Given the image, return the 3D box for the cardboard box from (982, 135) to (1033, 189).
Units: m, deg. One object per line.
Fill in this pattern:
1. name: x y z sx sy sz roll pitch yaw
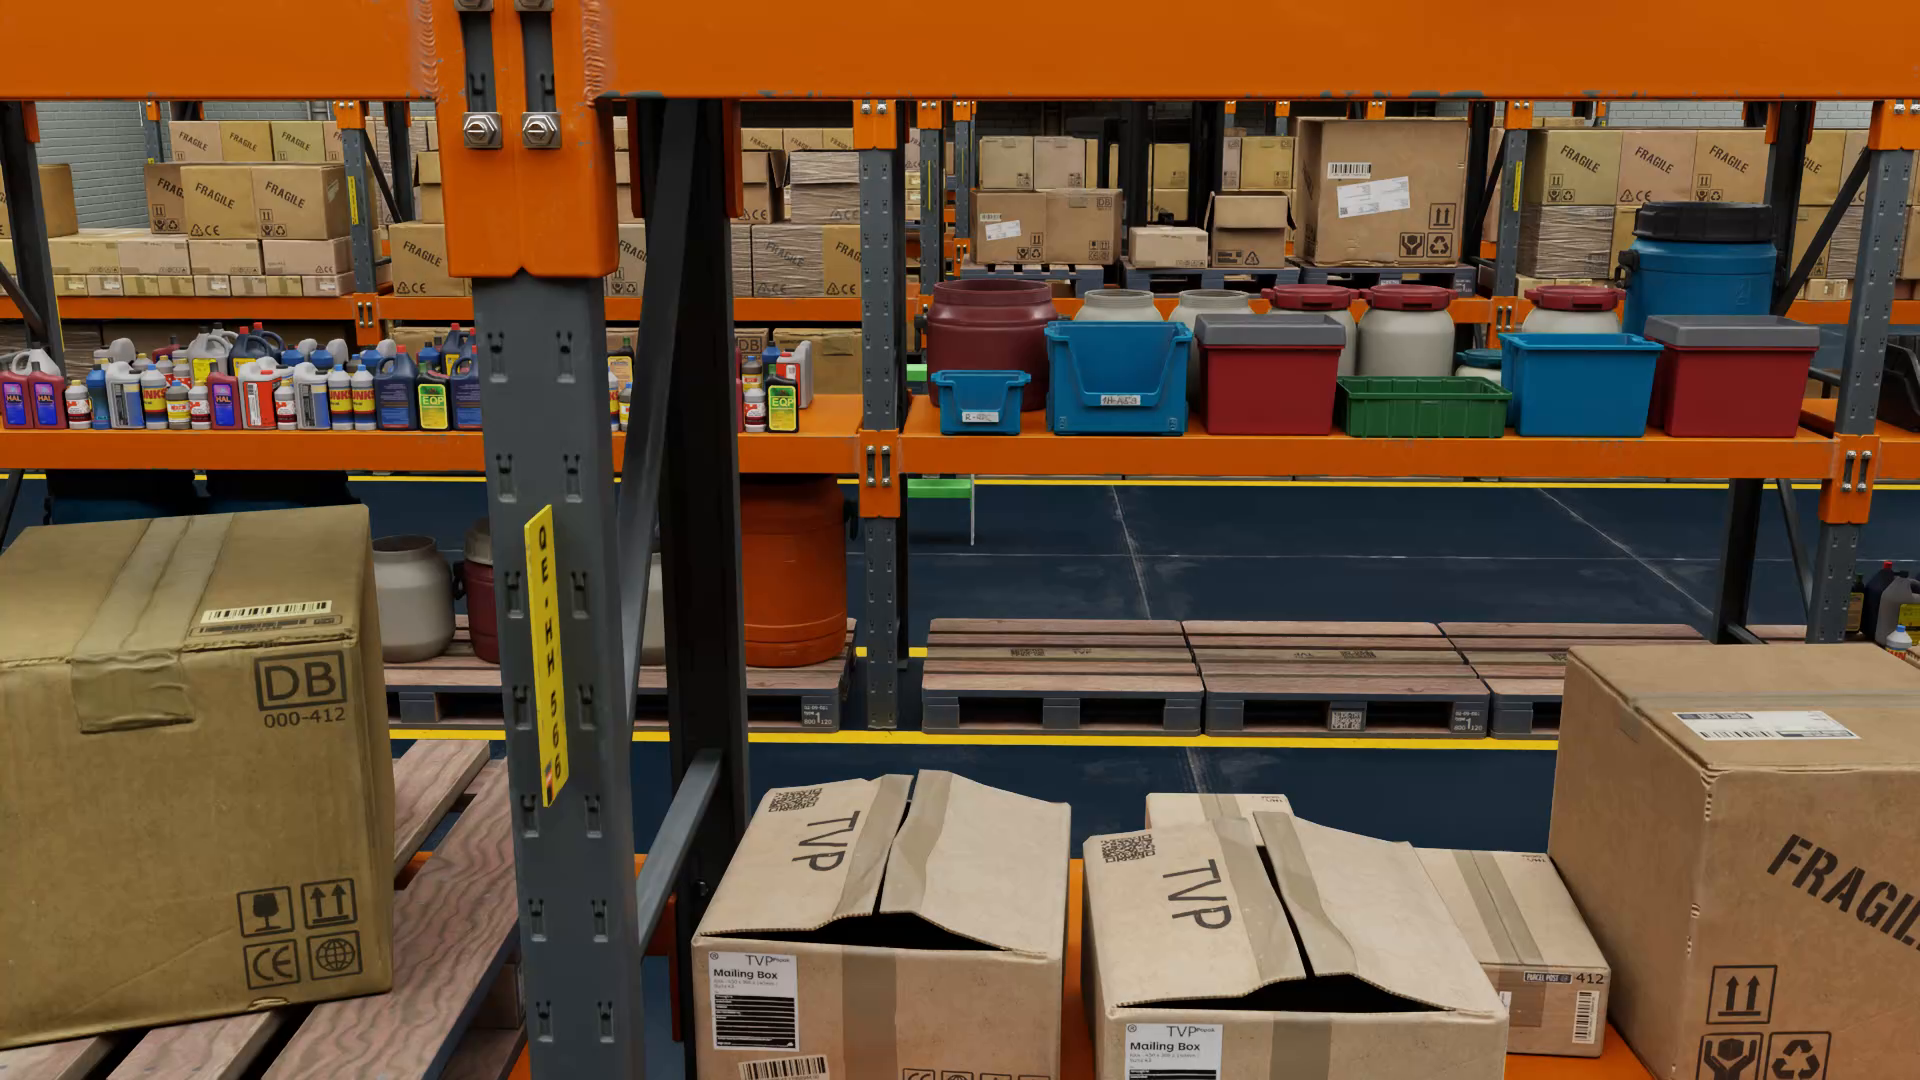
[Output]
1. cardboard box: 0.478 -3.805 16.724 0.500 0.500 0.700 0 15 1

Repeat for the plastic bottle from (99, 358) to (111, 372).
1. plastic bottle: -3.906 -0.729 7.612 0.097 0.201 0.097 0 15 0

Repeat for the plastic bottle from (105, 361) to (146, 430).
1. plastic bottle: -3.505 -0.614 7.032 0.135 0.276 0.152 0 15 1

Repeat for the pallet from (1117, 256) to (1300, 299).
1. pallet: 1.782 -1.919 12.109 1.213 0.211 1.003 0 15 1

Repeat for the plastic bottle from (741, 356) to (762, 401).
1. plastic bottle: -0.962 -0.748 7.686 0.097 0.201 0.097 0 15 0

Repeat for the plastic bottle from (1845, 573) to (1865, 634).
1. plastic bottle: 4.163 0.295 7.805 0.133 0.283 0.061 1 15 4

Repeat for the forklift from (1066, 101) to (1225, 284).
1. forklift: 1.608 -2.726 14.926 1.130 2.935 3.031 -6 16 -22

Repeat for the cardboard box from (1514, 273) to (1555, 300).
1. cardboard box: 4.008 -1.788 11.731 0.250 0.149 0.380 0 15 1

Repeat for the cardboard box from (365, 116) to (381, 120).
1. cardboard box: -7.595 -5.366 21.371 0.250 0.149 0.380 1 15 3

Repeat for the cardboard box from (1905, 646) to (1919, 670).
1. cardboard box: 1.749 0.474 2.467 0.500 0.500 0.500 0 15 2

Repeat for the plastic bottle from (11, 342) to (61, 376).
1. plastic bottle: -3.939 -0.668 7.088 0.185 0.351 0.144 0 15 1

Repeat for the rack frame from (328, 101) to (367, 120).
1. rack frame: -7.942 -4.593 21.870 0.127 3.000 1.000 0 15 1

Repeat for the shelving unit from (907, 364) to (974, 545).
1. shelving unit: -0.165 -0.581 10.191 0.503 1.200 0.258 0 15 1

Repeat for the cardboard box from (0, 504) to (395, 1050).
1. cardboard box: -1.087 0.286 2.358 0.500 0.500 0.700 -5 16 -17

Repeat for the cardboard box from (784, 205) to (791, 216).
1. cardboard box: -1.757 -3.255 16.468 0.250 0.149 0.380 1 15 3

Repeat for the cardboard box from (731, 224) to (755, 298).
1. cardboard box: -1.715 -2.010 11.881 0.500 0.500 0.500 0 15 0

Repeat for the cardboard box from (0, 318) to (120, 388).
1. cardboard box: -6.644 -1.252 12.548 0.875 0.875 0.875 0 15 1

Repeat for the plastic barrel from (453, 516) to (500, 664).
1. plastic barrel: -1.943 0.206 7.583 0.708 0.588 0.600 0 15 1

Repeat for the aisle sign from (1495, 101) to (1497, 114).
1. aisle sign: 8.234 -6.937 25.656 0.004 0.787 0.394 0 15 1

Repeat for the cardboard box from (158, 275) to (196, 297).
1. cardboard box: -5.539 -1.844 11.940 0.250 0.149 0.380 1 15 2

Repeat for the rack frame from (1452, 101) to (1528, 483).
1. rack frame: 3.801 -1.988 11.995 0.127 3.000 1.000 0 15 1

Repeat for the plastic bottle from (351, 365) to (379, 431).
1. plastic bottle: -2.500 -0.599 6.981 0.097 0.271 0.097 0 15 0

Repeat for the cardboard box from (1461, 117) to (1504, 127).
1. cardboard box: 6.518 -5.095 21.031 0.500 0.500 0.700 0 15 1

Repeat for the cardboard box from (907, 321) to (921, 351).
1. cardboard box: -0.635 -2.210 16.914 0.500 0.500 0.500 0 15 1

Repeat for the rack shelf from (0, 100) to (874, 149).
1. rack shelf: -2.324 -1.866 7.064 4.000 0.370 1.077 0 15 1

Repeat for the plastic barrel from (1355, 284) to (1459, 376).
1. plastic barrel: 1.990 -0.857 7.444 0.433 0.535 0.433 0 15 0

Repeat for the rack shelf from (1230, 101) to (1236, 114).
1. rack shelf: 6.176 -6.870 26.031 4.000 0.370 1.077 0 15 1

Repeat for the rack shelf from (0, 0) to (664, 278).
1. rack shelf: -2.454 -0.603 2.277 4.000 0.370 1.077 0 15 1

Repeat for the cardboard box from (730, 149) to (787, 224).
1. cardboard box: -1.580 -2.561 12.005 0.637 0.503 0.797 1 15 3

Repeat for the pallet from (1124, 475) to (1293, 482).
1. pallet: 1.799 -0.652 12.396 1.213 0.211 1.003 0 15 1

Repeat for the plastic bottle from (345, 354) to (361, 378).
1. plastic bottle: -2.801 -0.760 7.732 0.097 0.201 0.097 0 15 0

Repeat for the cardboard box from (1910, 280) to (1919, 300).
1. cardboard box: 6.758 -1.785 11.720 0.250 0.149 0.380 0 15 1

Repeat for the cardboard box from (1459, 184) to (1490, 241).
1. cardboard box: 4.948 -3.327 16.778 0.550 0.550 0.875 0 15 1

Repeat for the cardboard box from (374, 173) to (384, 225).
1. cardboard box: -5.991 -3.444 16.734 0.500 0.500 0.500 0 15 0

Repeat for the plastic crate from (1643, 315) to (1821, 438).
1. plastic crate: 3.182 -0.681 6.915 0.583 0.464 0.402 0 15 1

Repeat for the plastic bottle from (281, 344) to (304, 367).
1. plastic bottle: -3.036 -0.757 7.581 0.097 0.271 0.097 0 15 0

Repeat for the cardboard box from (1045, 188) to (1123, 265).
1. cardboard box: 0.903 -2.294 12.135 0.500 0.500 0.700 3 15 10

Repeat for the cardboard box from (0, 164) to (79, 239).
1. cardboard box: -6.705 -2.423 11.884 0.500 0.500 0.500 0 15 0

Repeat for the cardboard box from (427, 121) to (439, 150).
1. cardboard box: -4.963 -3.916 16.564 0.500 0.500 0.500 0 15 0

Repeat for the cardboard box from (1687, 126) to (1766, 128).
1. cardboard box: 7.657 -3.833 16.577 0.550 0.550 0.875 0 15 1

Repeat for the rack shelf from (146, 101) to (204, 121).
1. rack shelf: -5.968 -4.420 16.743 4.000 0.370 1.077 0 15 1

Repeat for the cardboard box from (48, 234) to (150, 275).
1. cardboard box: -6.179 -2.057 11.969 0.500 0.250 0.500 0 15 0

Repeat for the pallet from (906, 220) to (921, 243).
1. pallet: -0.686 -3.163 16.824 1.003 0.211 1.213 0 15 1

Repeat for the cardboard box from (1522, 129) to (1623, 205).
1. cardboard box: 4.244 -2.596 11.560 0.500 0.500 0.500 0 15 1

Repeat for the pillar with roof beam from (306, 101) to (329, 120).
1. pillar with roof beam: -10.602 -7.909 22.679 0.400 9.000 9.100 0 15 1

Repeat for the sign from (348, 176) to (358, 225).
1. sign: -4.209 -2.355 11.535 0.005 0.325 0.100 0 15 1

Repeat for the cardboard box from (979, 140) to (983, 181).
1. cardboard box: 0.499 -4.874 21.333 0.500 0.500 0.500 0 15 0

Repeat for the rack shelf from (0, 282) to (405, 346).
1. rack shelf: -6.196 -1.705 12.333 4.000 0.370 1.077 0 15 1

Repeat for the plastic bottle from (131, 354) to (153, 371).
1. plastic bottle: -3.804 -0.767 7.756 0.097 0.201 0.097 0 15 0
